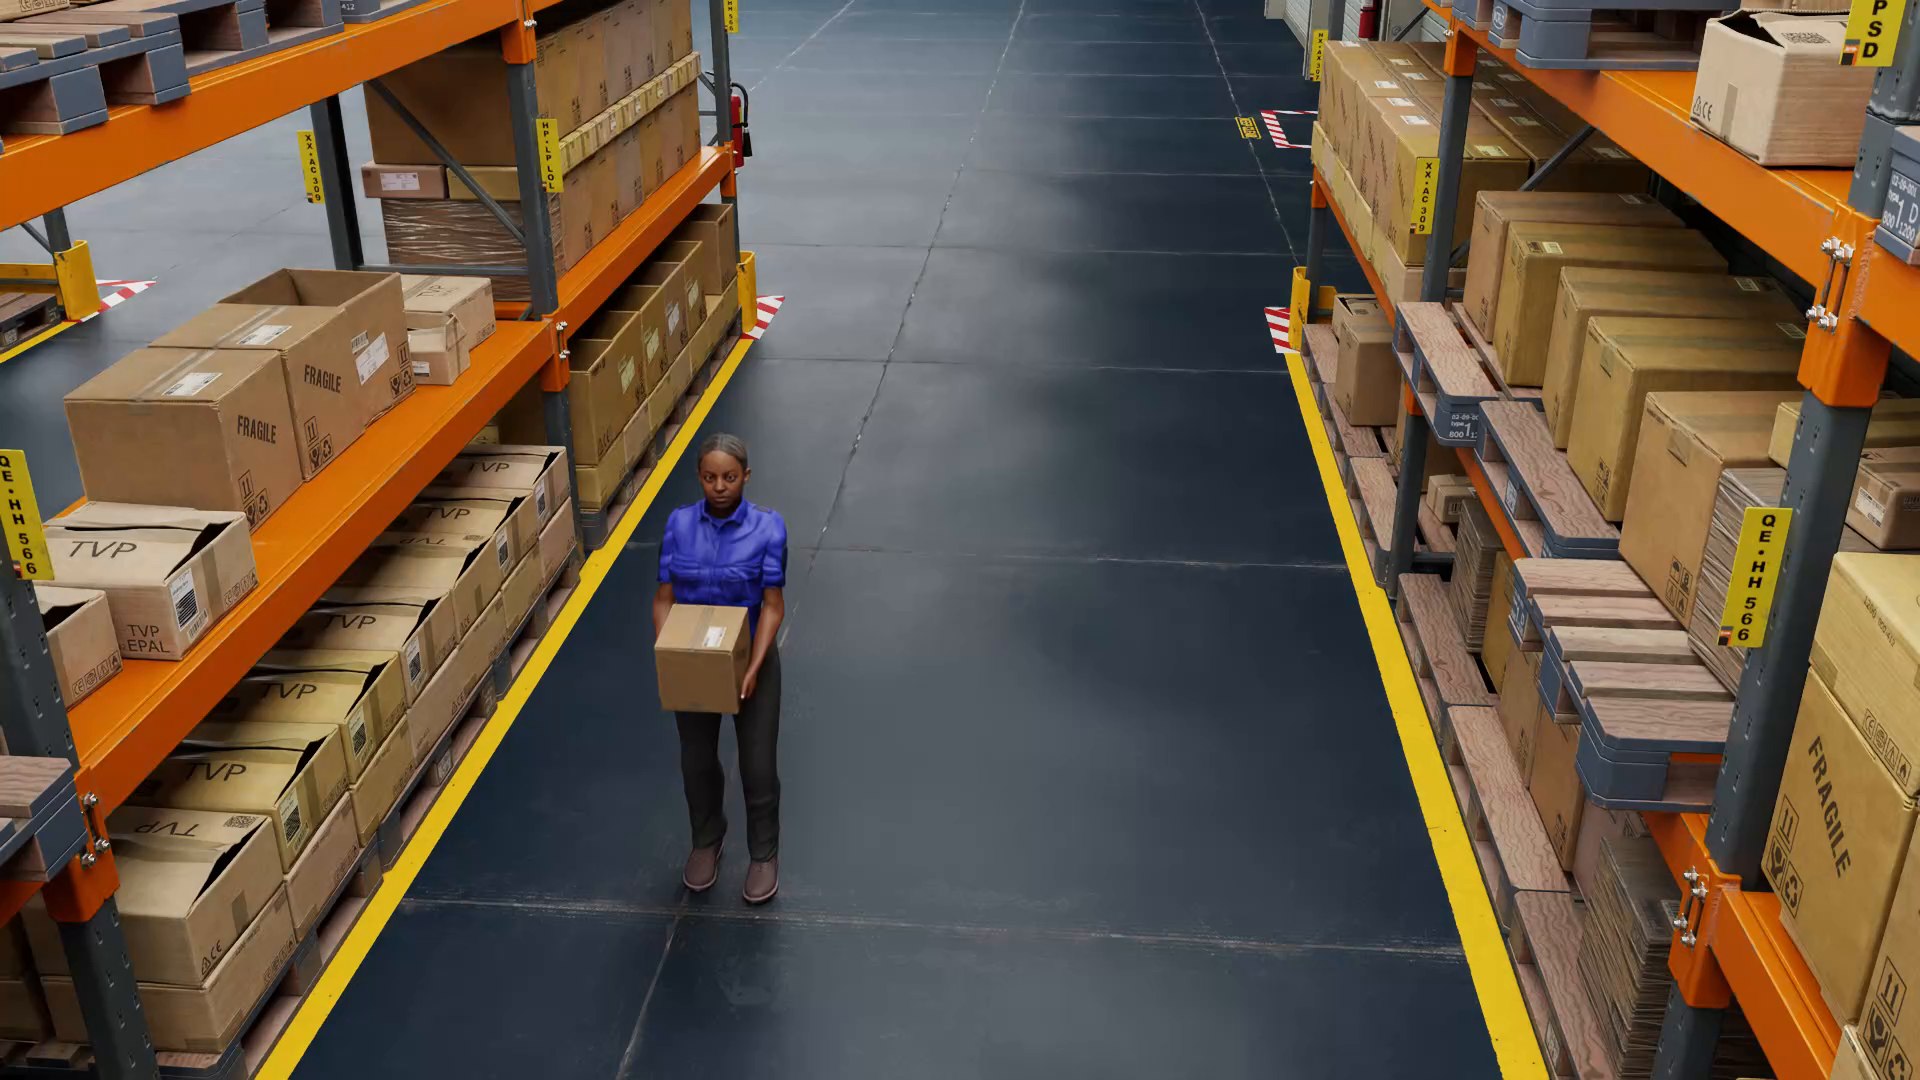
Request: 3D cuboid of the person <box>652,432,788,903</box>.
[{"bbox_3d":[-0.807,0.466,5.609,0.451,1.650,0.518,2,25,5],"label":"person"}]
